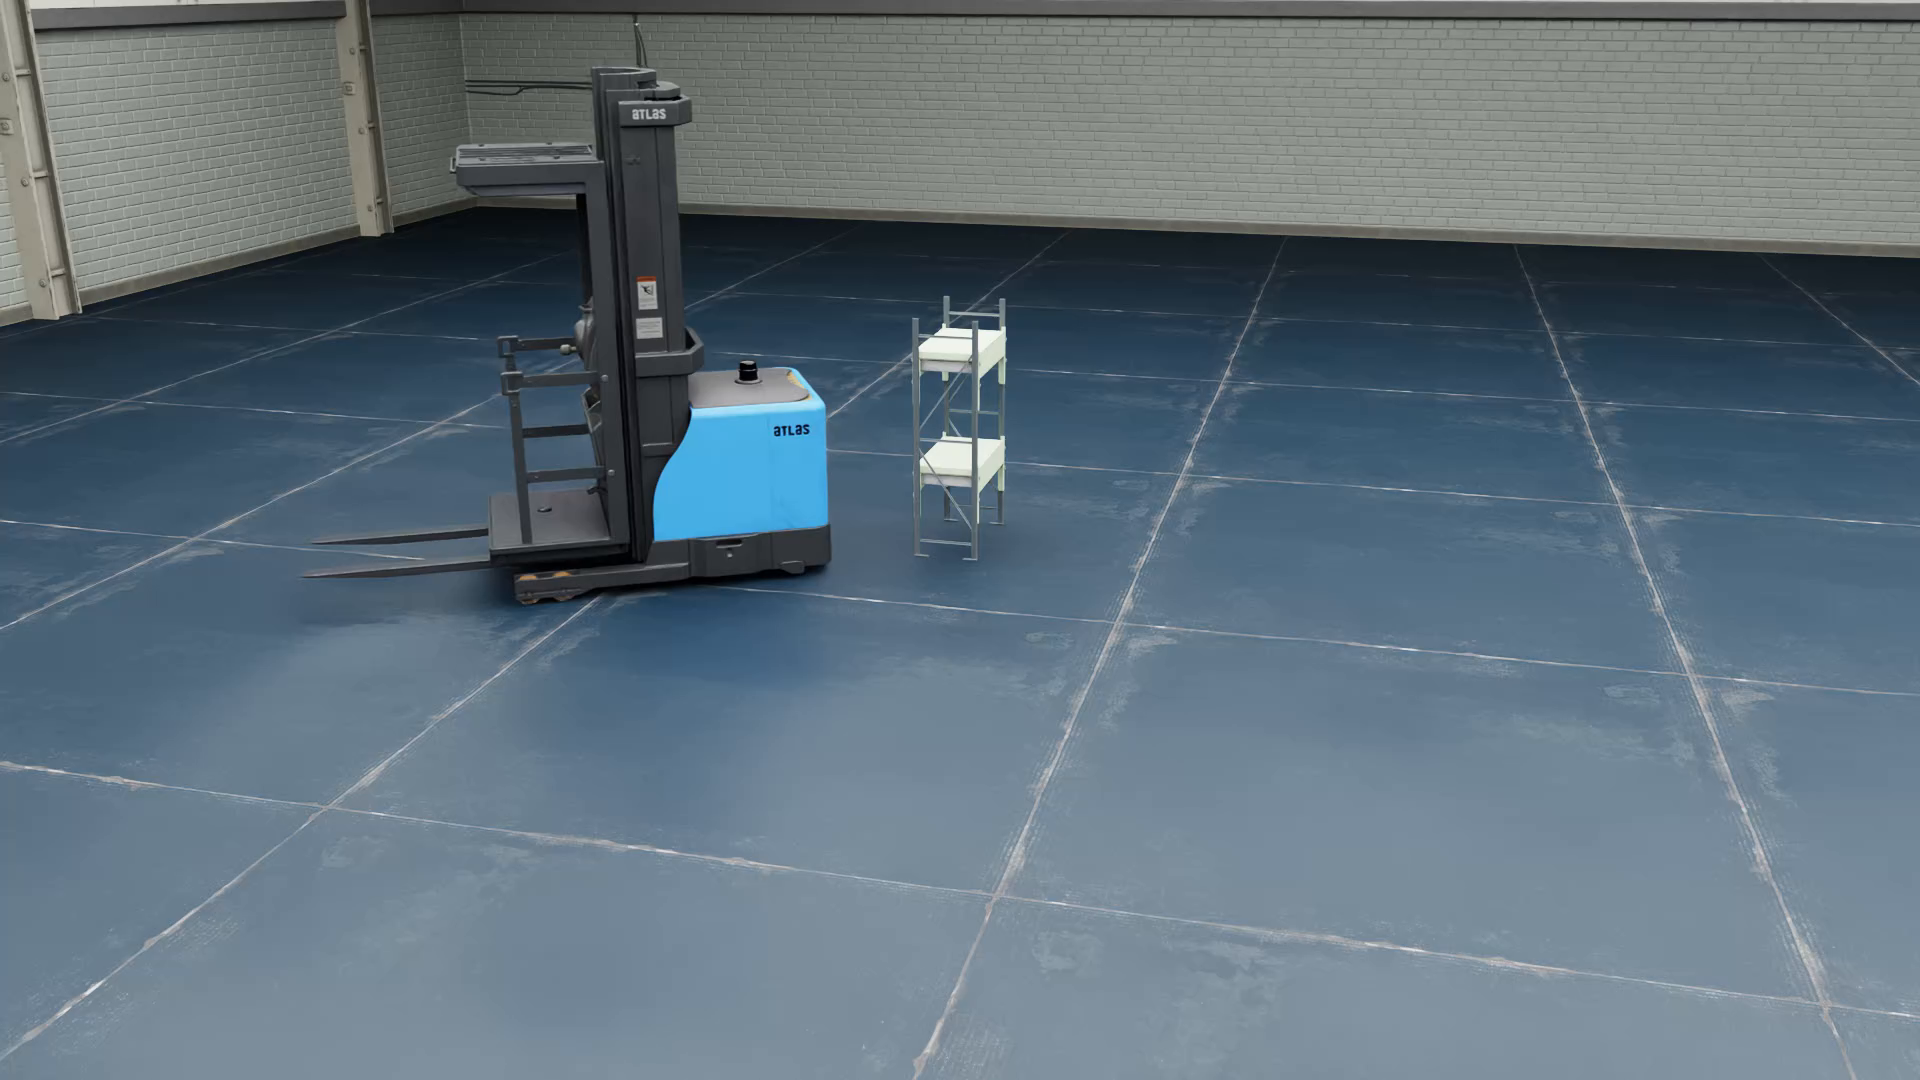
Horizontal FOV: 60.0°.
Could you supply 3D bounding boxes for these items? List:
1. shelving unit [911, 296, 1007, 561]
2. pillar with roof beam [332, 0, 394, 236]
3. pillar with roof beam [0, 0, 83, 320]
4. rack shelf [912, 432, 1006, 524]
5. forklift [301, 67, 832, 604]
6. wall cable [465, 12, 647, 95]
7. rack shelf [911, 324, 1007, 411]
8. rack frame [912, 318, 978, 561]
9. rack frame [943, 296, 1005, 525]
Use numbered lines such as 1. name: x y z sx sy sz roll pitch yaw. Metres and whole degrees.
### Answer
1. shelving unit: 0.002 -0.712 10.451 0.431 1.500 0.755 5 19 13
2. pillar with roof beam: -3.959 -8.187 20.735 9.100 9.000 0.400 5 19 13
3. pillar with roof beam: -5.425 -6.307 15.230 9.100 9.000 0.400 5 19 13
4. rack shelf: 0.002 -0.403 10.557 0.431 0.370 0.720 5 19 13
5. forklift: -2.357 -1.206 9.684 3.031 2.935 1.130 -5 20 -15
6. wall cable: -6.131 -7.877 24.630 3.097 2.526 0.112 5 19 13
7. rack shelf: 0.002 -1.081 10.325 0.431 0.370 0.720 5 19 13
8. rack frame: -0.088 -0.597 10.115 0.400 1.500 0.023 5 19 13
9. rack frame: 0.091 -0.827 10.787 0.400 1.500 0.023 5 19 13
